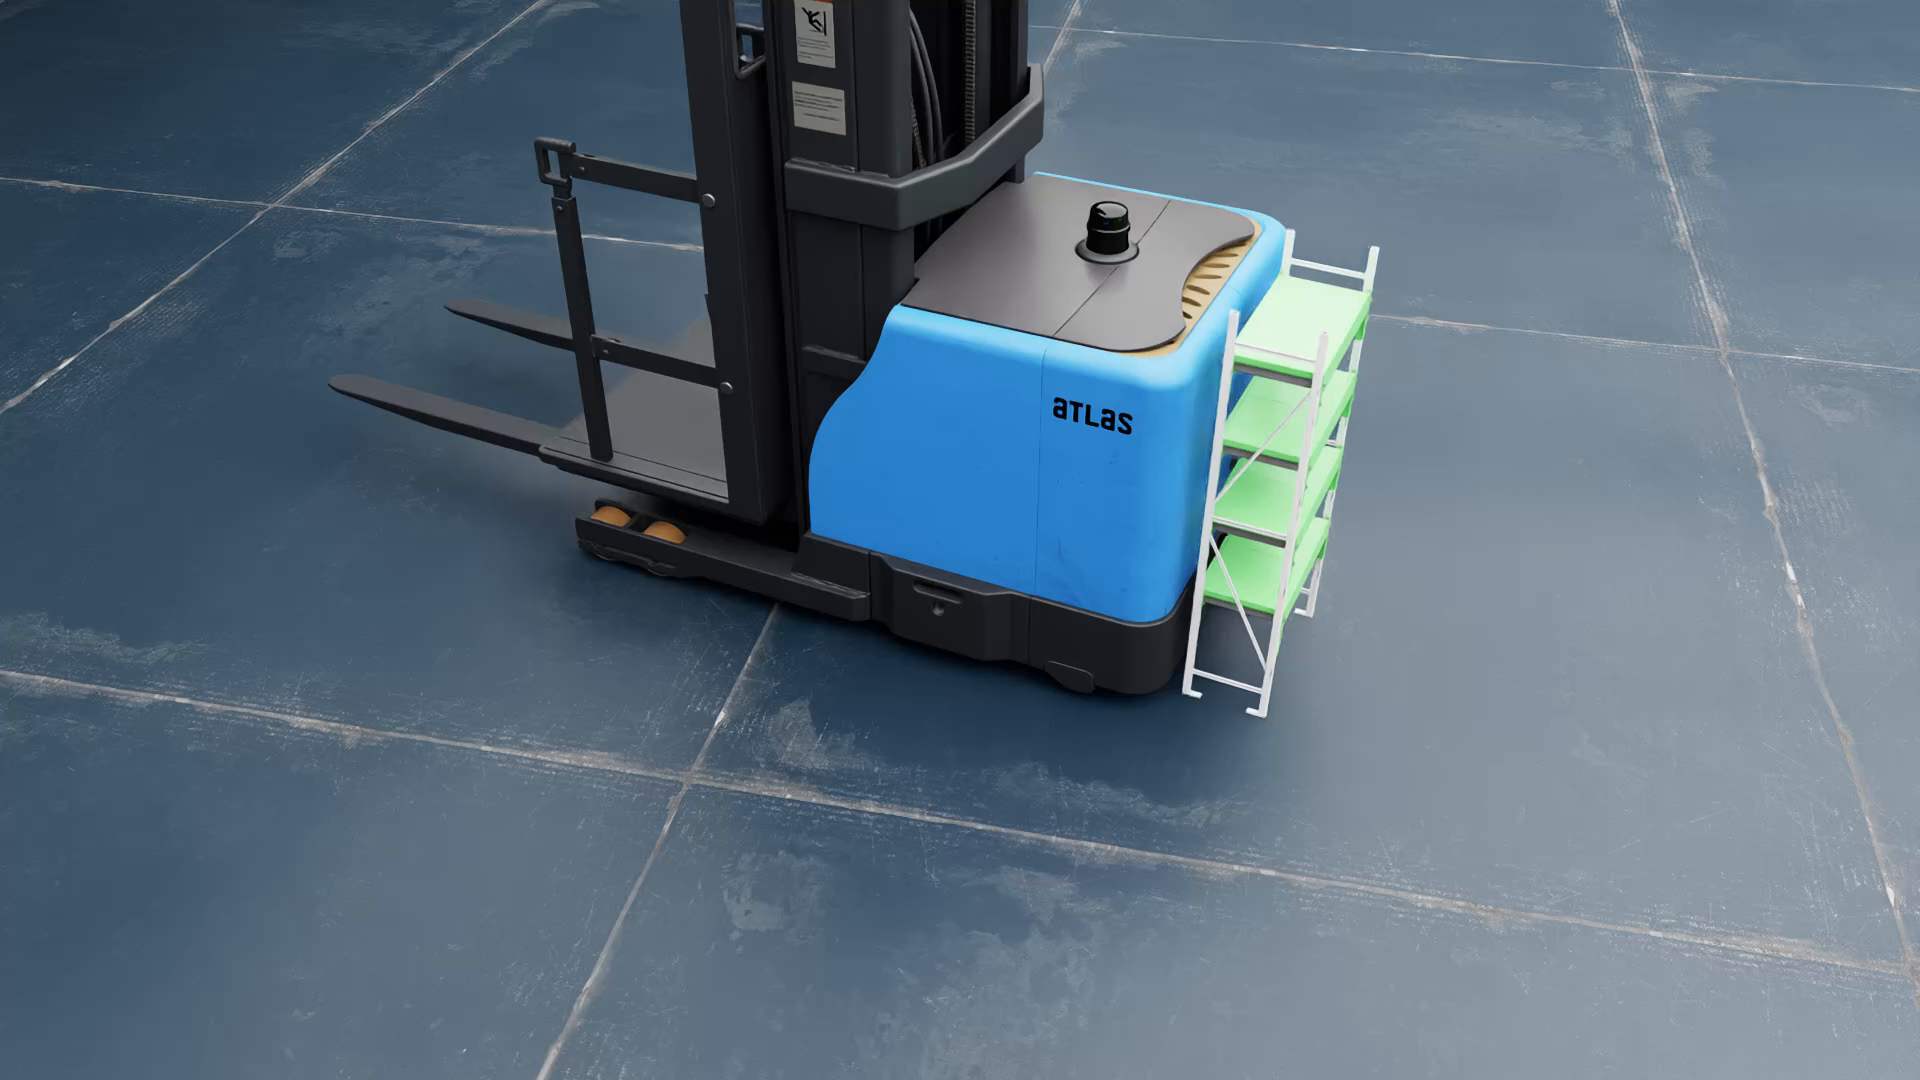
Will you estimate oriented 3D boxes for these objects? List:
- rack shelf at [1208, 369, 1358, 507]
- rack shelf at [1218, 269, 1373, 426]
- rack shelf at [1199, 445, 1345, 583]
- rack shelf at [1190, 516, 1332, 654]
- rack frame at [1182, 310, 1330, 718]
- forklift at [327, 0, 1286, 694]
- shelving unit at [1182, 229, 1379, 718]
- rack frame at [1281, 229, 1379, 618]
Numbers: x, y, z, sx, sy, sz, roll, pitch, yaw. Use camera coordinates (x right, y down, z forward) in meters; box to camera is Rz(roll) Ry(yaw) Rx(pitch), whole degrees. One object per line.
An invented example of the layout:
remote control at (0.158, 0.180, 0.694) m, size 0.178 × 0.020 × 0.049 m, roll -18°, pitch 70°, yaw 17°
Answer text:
rack shelf at (0.847, -0.300, 4.338) m, size 0.258 × 0.148 × 0.480 m, roll 16°, pitch 39°, yaw 19°
rack shelf at (0.850, -0.493, 4.195) m, size 0.258 × 0.148 × 0.480 m, roll 16°, pitch 39°, yaw 19°
rack shelf at (0.843, -0.107, 4.480) m, size 0.258 × 0.148 × 0.480 m, roll 16°, pitch 39°, yaw 19°
rack shelf at (0.840, 0.087, 4.622) m, size 0.258 × 0.148 × 0.480 m, roll 16°, pitch 39°, yaw 19°
rack frame at (0.742, -0.028, 4.263) m, size 0.240 × 1.200 × 0.015 m, roll 16°, pitch 39°, yaw 19°
forklift at (-0.621, -1.338, 4.599) m, size 3.031 × 2.935 × 1.130 m, roll 15°, pitch 39°, yaw 20°
shelving unit at (0.844, -0.158, 4.442) m, size 0.258 × 1.200 × 0.503 m, roll 16°, pitch 39°, yaw 19°
rack frame at (0.947, -0.288, 4.621) m, size 0.240 × 1.200 × 0.015 m, roll 16°, pitch 39°, yaw 19°
